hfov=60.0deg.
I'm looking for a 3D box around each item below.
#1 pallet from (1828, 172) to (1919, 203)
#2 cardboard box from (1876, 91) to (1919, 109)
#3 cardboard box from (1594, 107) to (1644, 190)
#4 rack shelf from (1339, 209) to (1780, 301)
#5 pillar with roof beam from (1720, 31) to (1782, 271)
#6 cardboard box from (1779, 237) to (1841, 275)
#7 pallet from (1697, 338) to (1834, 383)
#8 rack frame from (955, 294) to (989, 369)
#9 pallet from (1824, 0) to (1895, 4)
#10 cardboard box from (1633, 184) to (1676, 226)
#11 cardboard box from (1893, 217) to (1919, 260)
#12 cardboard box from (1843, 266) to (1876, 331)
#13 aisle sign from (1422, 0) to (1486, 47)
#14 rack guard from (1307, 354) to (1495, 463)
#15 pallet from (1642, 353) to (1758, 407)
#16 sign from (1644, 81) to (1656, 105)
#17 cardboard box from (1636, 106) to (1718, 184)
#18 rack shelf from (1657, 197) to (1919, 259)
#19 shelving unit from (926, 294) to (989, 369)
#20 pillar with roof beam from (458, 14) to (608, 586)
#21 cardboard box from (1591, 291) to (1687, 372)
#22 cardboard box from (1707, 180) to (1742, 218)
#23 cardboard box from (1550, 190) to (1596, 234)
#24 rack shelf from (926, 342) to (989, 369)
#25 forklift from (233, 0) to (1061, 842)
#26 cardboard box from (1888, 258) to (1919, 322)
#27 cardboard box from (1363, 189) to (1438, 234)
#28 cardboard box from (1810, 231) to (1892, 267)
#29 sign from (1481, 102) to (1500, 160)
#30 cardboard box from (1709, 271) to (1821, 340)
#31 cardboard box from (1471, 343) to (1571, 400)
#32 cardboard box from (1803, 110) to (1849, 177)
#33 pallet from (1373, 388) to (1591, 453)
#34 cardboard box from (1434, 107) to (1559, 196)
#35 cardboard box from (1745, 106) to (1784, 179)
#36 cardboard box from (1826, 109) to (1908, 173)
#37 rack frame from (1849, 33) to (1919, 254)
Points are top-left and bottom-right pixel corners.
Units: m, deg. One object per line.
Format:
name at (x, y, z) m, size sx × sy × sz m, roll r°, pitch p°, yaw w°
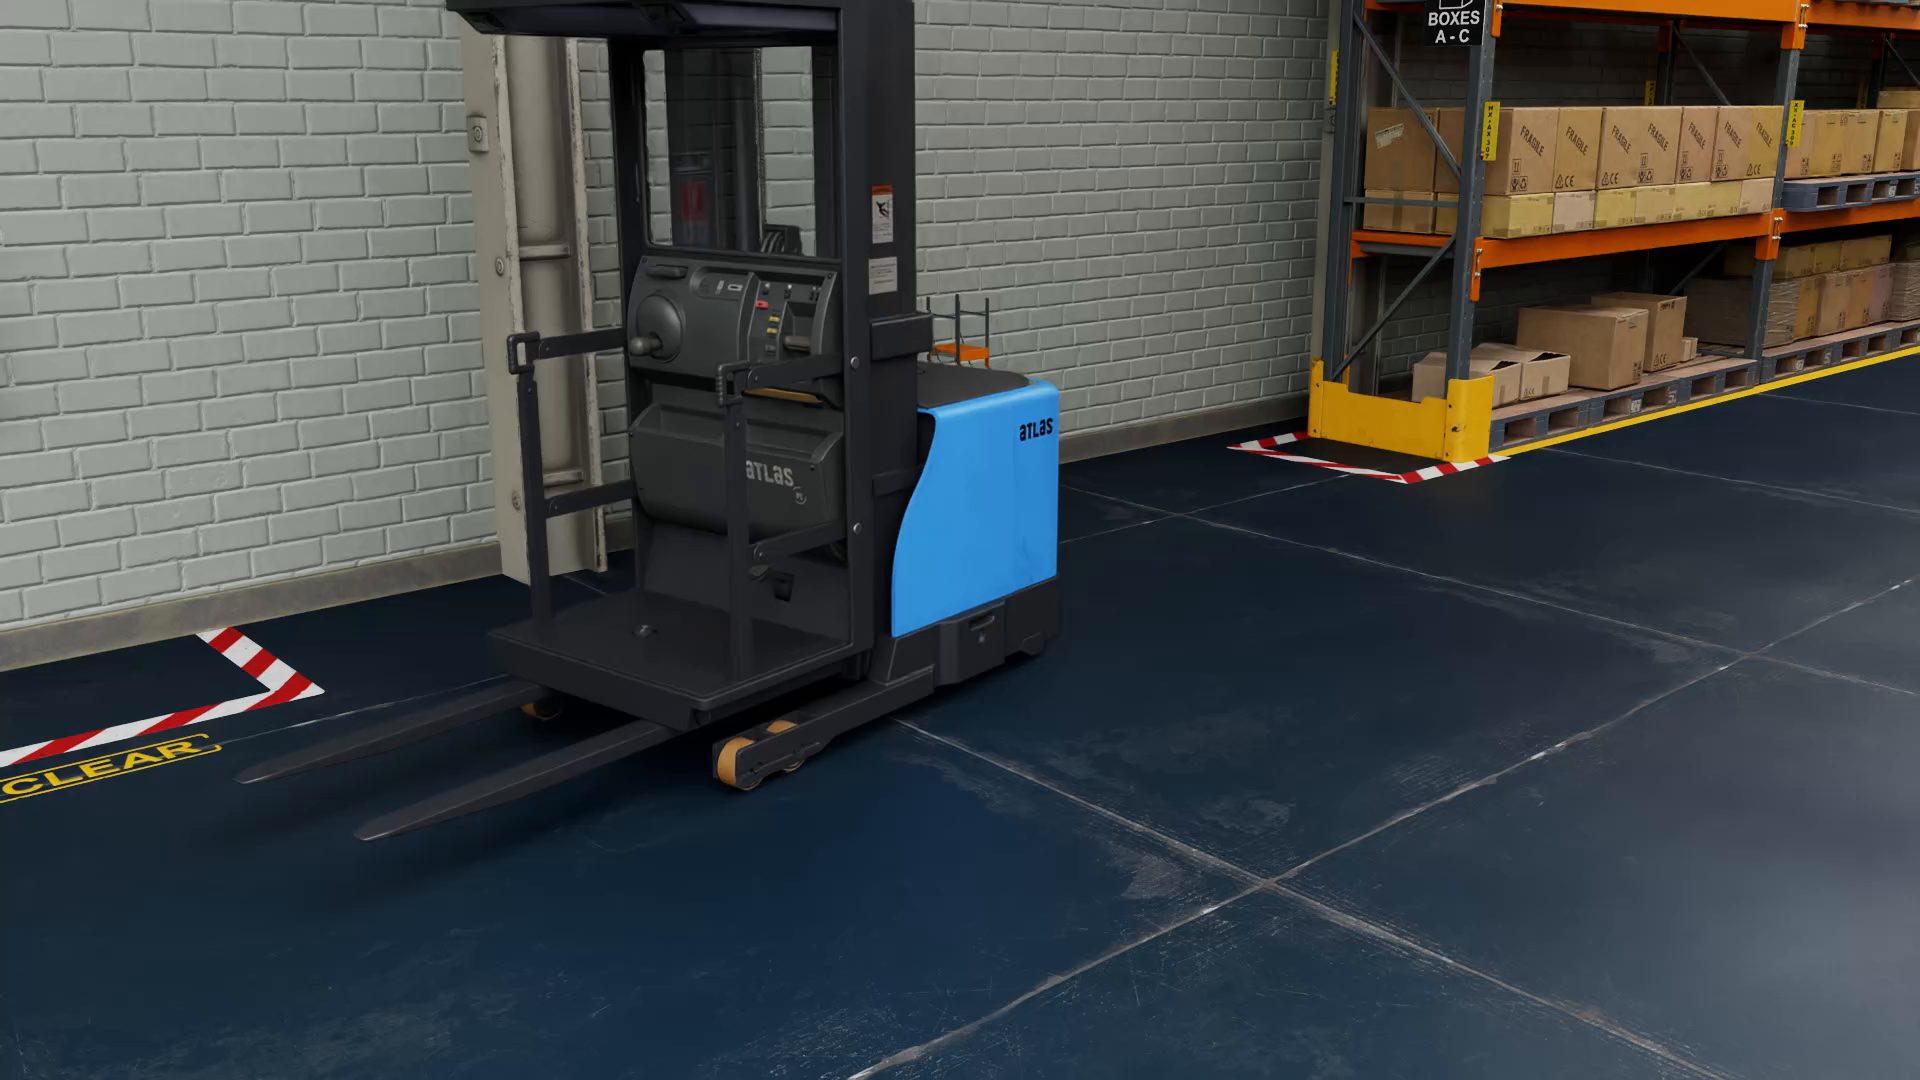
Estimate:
pallet at (7.253, -2.954, 13.867) m, size 1.213 × 0.211 × 1.003 m, roll -13°, pitch 19°, yaw -39°
cardboard box at (8.246, -3.842, 14.518) m, size 0.380 × 0.149 × 0.250 m, roll 12°, pitch 19°, yaw 38°
cardboard box at (4.015, -2.524, 10.687) m, size 0.500 × 0.500 × 0.500 m, roll -13°, pitch 20°, yaw -41°
rack shelf at (4.193, -2.026, 11.415) m, size 4.000 × 0.370 × 1.077 m, roll -13°, pitch 19°, yaw -39°
pillar with roof beam at (9.997, -5.398, 11.021) m, size 0.400 × 9.000 × 9.100 m, roll -13°, pitch 19°, yaw -39°
cardboard box at (6.966, -2.371, 13.853) m, size 0.500 × 0.250 × 0.500 m, roll -13°, pitch 20°, yaw -41°
pallet at (6.288, -1.497, 13.445) m, size 1.213 × 0.211 × 1.003 m, roll -13°, pitch 19°, yaw -39°
rack frame at (0.058, -0.593, 8.144) m, size 0.006 × 1.200 × 0.240 m, roll -13°, pitch 19°, yaw -39°
pallet at (6.237, -4.154, 12.542) m, size 1.003 × 0.211 × 1.213 m, roll -13°, pitch 19°, yaw -39°
cardboard box at (4.414, -2.254, 11.126) m, size 0.500 × 0.250 × 0.500 m, roll -12°, pitch 19°, yaw -39°
cardboard box at (9.360, -2.653, 15.721) m, size 0.750 × 0.750 × 0.750 m, roll -13°, pitch 20°, yaw -40°
cardboard box at (7.389, -2.108, 14.321) m, size 0.500 × 0.500 × 0.700 m, roll -13°, pitch 20°, yaw -40°
aisle sign at (2.827, -3.220, 9.454) m, size 0.004 × 0.787 × 0.394 m, roll -13°, pitch 19°, yaw -39°
rack guard at (2.742, -0.840, 10.424) m, size 0.348 × 0.500 × 1.175 m, roll -13°, pitch 19°, yaw -39°
pallet at (5.218, -1.244, 12.499) m, size 1.213 × 0.211 × 1.003 m, roll -13°, pitch 19°, yaw -39°
sign at (5.335, -3.379, 12.843) m, size 0.005 × 0.325 × 0.100 m, roll -13°, pitch 19°, yaw -39°
cardboard box at (4.788, -2.702, 11.353) m, size 0.500 × 0.500 × 0.500 m, roll -13°, pitch 20°, yaw -41°
rack shelf at (7.210, -2.703, 13.952) m, size 4.000 × 0.370 × 1.077 m, roll -13°, pitch 19°, yaw -39°
shelving unit at (-0.011, -0.577, 8.086) m, size 0.189 × 1.200 × 0.258 m, roll -13°, pitch 19°, yaw -39°
pillar with roof beam at (0.944, -3.365, 3.411) m, size 0.400 × 9.000 × 9.100 m, roll -13°, pitch 19°, yaw -39°
cardboard box at (4.945, -1.533, 12.169) m, size 0.500 × 0.500 × 0.500 m, roll 14°, pitch 21°, yaw 43°
cardboard box at (5.162, -2.427, 11.776) m, size 0.500 × 0.250 × 0.500 m, roll -13°, pitch 19°, yaw -39°
cardboard box at (3.643, -2.083, 10.488) m, size 0.500 × 0.250 × 0.500 m, roll -13°, pitch 20°, yaw -41°
rack shelf at (-0.011, -0.882, 8.005) m, size 0.180 × 0.103 × 0.258 m, roll -13°, pitch 19°, yaw -39°
forklift at (-0.907, -0.765, 5.435) m, size 1.130 × 2.935 × 3.031 m, roll 11°, pitch 19°, yaw 37°
cardboard box at (8.210, -2.262, 14.898) m, size 0.500 × 0.500 × 0.700 m, roll -12°, pitch 19°, yaw -39°
cardboard box at (2.910, -2.089, 10.508) m, size 0.500 × 0.250 × 0.500 m, roll -12°, pitch 19°, yaw -39°
cardboard box at (7.739, -2.540, 14.486) m, size 0.500 × 0.250 × 0.500 m, roll -12°, pitch 19°, yaw -38°
sign at (3.040, -2.347, 9.547) m, size 0.005 × 0.325 × 0.100 m, roll -13°, pitch 19°, yaw -39°
cardboard box at (6.603, -1.942, 13.700) m, size 0.500 × 0.500 × 0.700 m, roll -13°, pitch 20°, yaw -40°
cardboard box at (3.695, -1.144, 11.079) m, size 0.500 × 0.311 × 0.500 m, roll -11°, pitch 18°, yaw -35°
cardboard box at (6.534, -3.146, 13.168) m, size 0.500 × 0.500 × 0.700 m, roll -10°, pitch 18°, yaw -34°
pallet at (3.378, -0.831, 10.951) m, size 1.213 × 0.211 × 1.003 m, roll -13°, pitch 19°, yaw -39°
cardboard box at (3.242, -2.356, 10.057) m, size 0.500 × 0.500 × 0.500 m, roll -13°, pitch 19°, yaw -39°
cardboard box at (5.548, -2.871, 11.985) m, size 0.500 × 0.500 × 0.500 m, roll -13°, pitch 20°, yaw -39°
cardboard box at (7.446, -3.354, 13.946) m, size 0.500 × 0.500 × 0.700 m, roll -13°, pitch 19°, yaw -39°
rack frame at (8.719, -3.390, 15.127) m, size 0.127 × 3.000 × 1.000 m, roll -13°, pitch 19°, yaw -39°
